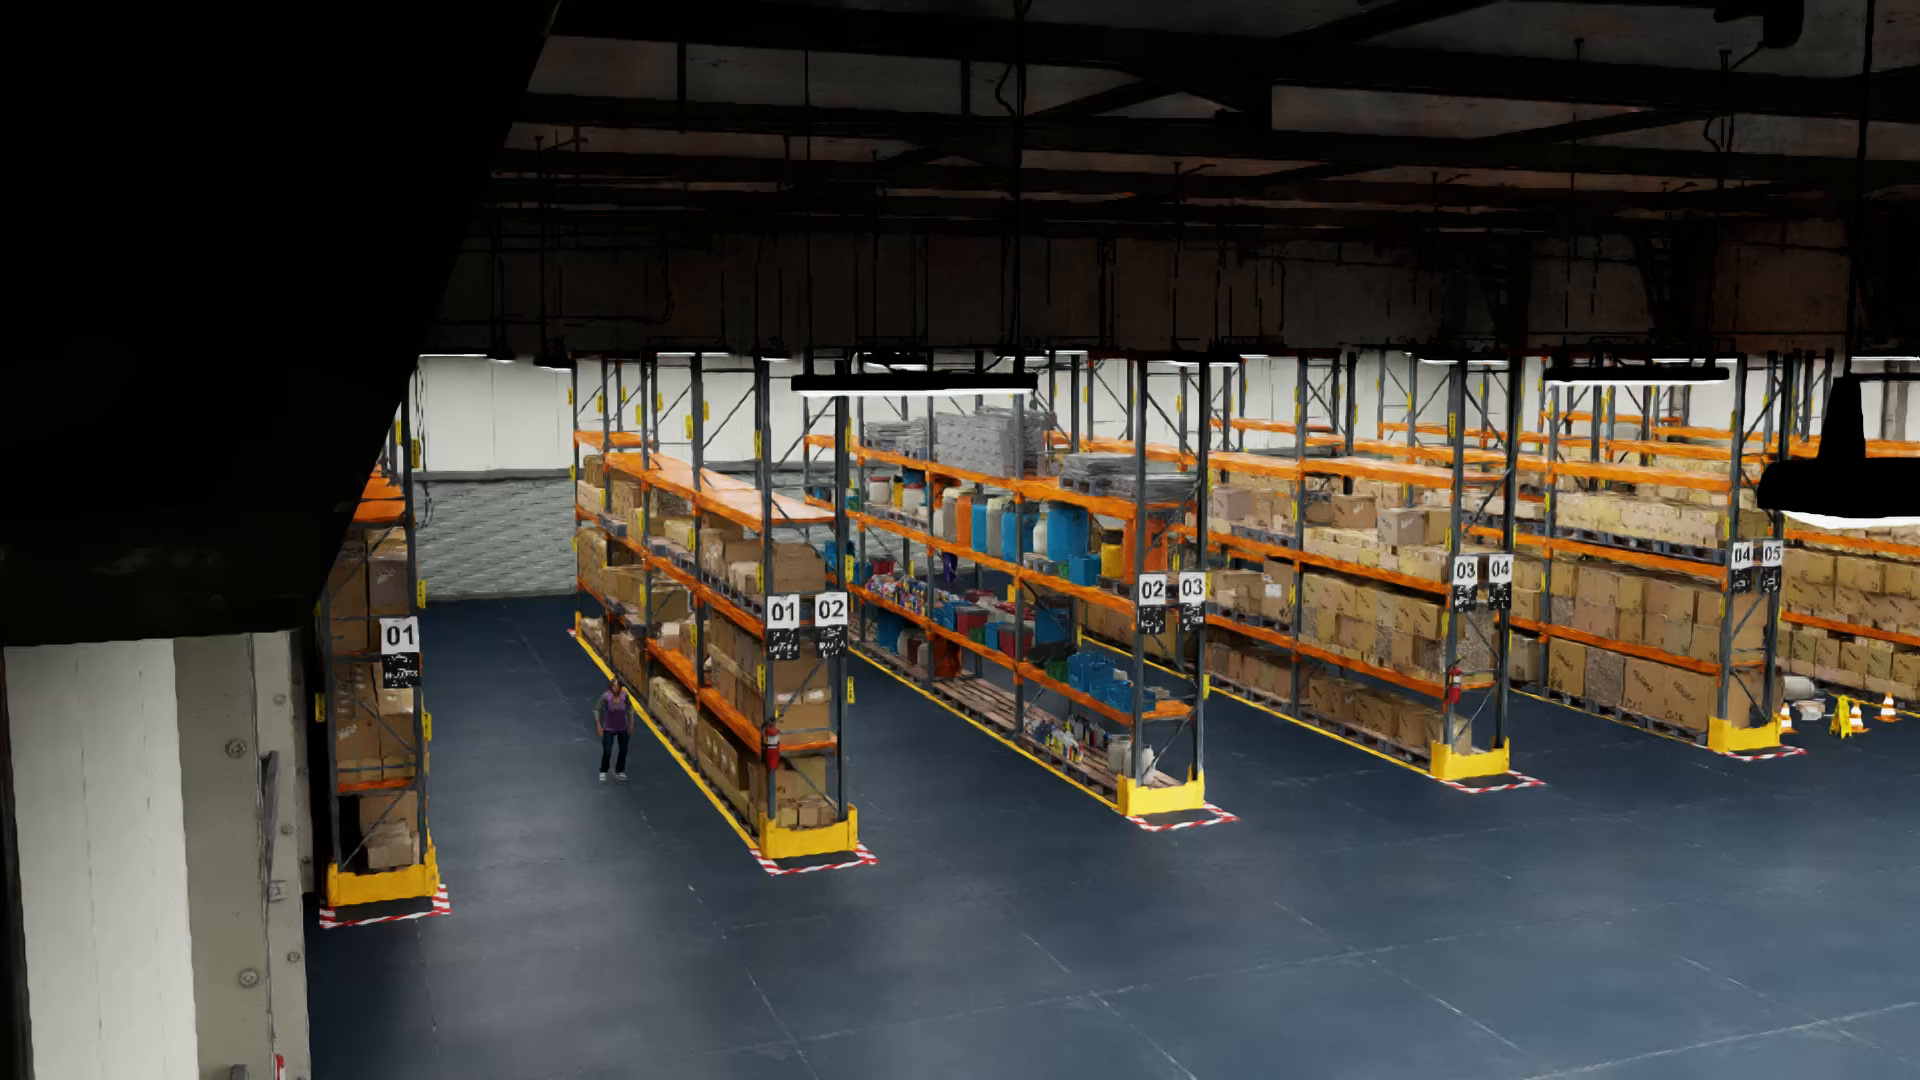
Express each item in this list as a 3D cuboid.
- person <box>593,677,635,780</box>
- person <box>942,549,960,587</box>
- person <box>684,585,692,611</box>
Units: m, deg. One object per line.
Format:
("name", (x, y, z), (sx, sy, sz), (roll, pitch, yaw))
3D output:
("person", (-4.883, 2.661, 23.491), (0.566, 1.541, 0.519), (-3, 8, -23))
("person", (-0.208, 0.366, 41.598), (0.477, 1.580, 1.003), (-1, 7, -12))
("person", (-5.986, 1.067, 35.662), (0.568, 1.654, 0.601), (0, 7, -2))
